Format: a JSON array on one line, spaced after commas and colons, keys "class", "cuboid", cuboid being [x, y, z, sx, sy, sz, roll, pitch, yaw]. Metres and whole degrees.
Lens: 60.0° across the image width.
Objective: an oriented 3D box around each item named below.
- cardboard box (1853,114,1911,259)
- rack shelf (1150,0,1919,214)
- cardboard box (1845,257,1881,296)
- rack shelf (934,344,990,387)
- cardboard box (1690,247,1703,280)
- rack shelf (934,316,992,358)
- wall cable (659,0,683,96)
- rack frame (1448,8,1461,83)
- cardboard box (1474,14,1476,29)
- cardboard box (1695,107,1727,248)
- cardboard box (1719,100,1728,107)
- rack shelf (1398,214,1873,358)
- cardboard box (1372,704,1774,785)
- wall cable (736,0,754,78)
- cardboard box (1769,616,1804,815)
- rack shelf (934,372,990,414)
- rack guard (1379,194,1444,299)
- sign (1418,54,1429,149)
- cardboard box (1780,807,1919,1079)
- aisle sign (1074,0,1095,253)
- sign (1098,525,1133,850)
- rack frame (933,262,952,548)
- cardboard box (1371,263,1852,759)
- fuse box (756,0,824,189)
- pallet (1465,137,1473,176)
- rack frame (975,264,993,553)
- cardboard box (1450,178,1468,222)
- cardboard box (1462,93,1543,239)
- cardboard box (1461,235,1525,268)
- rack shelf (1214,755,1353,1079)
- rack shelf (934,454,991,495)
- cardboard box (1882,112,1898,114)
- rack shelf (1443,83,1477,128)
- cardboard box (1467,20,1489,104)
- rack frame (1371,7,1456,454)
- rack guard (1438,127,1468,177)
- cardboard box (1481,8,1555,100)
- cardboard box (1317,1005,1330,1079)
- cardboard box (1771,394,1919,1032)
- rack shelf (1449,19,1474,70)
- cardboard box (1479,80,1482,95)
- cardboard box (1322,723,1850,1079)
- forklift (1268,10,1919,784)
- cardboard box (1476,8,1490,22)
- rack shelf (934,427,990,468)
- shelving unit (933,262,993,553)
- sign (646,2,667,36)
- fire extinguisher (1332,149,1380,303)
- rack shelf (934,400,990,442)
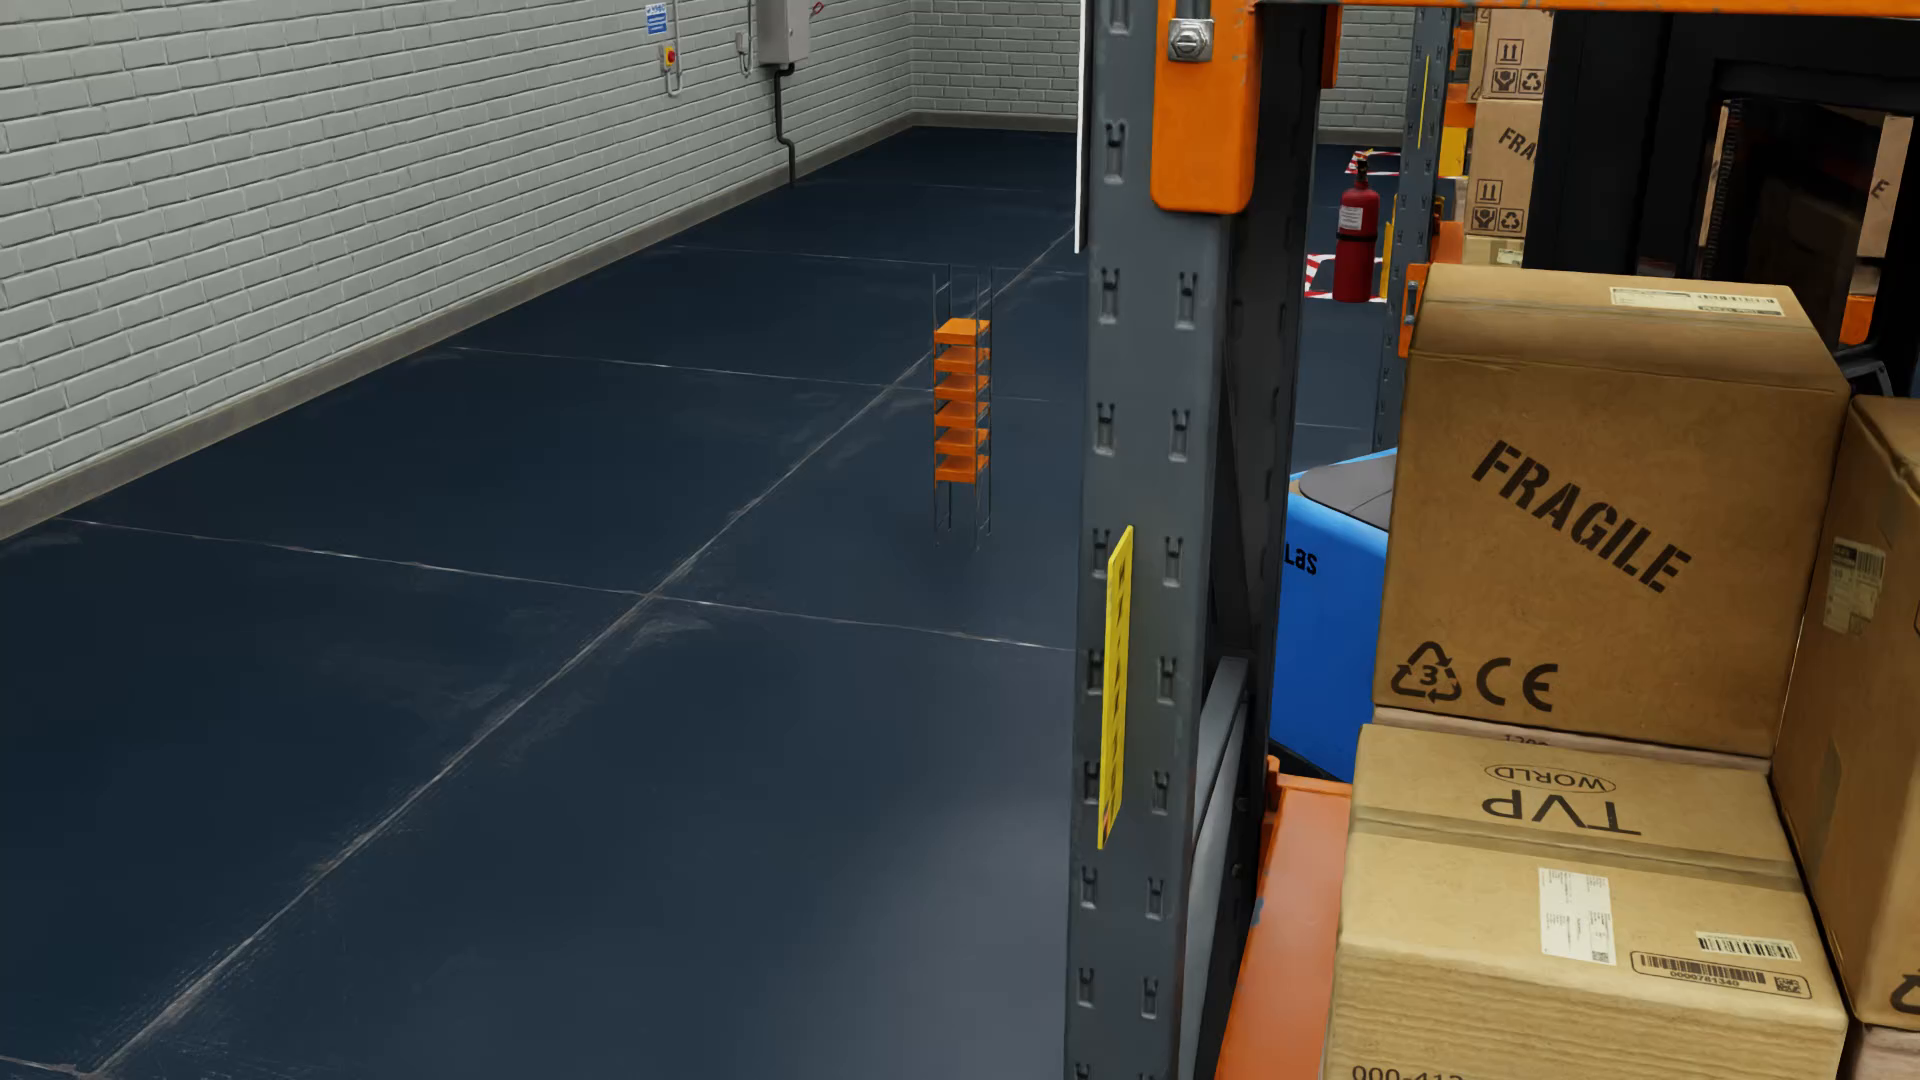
[{"class": "cardboard box", "cuboid": [3.189, -1.328, 6.032, 0.500, 0.500, 0.500, 7, 23, 16]}, {"class": "rack shelf", "cuboid": [2.240, -0.447, 1.402, 4.000, 0.370, 1.077, 7, 23, 16]}, {"class": "cardboard box", "cuboid": [3.336, -1.015, 6.122, 0.250, 0.149, 0.380, 6, 23, 14]}, {"class": "rack shelf", "cuboid": [0.014, -0.734, 6.964, 0.180, 0.103, 0.258, 7, 23, 16]}, {"class": "cardboard box", "cuboid": [2.855, -1.091, 6.307, 0.250, 0.149, 0.380, 8, 24, 18]}, {"class": "rack shelf", "cuboid": [0.014, -0.845, 6.919, 0.180, 0.103, 0.258, 7, 23, 16]}, {"class": "wall cable", "cuboid": [-2.218, -4.306, 12.434, 0.123, 1.953, 0.585, 7, 23, 16]}, {"class": "rack frame", "cuboid": [4.618, -5.015, 15.544, 0.127, 3.000, 1.000, 7, 23, 16]}, {"class": "cardboard box", "cuboid": [4.853, -4.763, 15.261, 0.250, 0.149, 0.380, 6, 23, 15]}, {"class": "cardboard box", "cuboid": [2.724, -1.387, 6.174, 0.500, 0.500, 0.500, 7, 23, 16]}, {"class": "cardboard box", "cuboid": [2.692, -1.850, 5.986, 0.500, 0.500, 0.500, 7, 23, 17]}, {"class": "rack shelf", "cuboid": [3.769, -0.850, 6.337, 4.000, 0.370, 1.077, 7, 23, 16]}, {"class": "cardboard box", "cuboid": [0.865, 0.278, 2.446, 0.500, 0.250, 0.500, 6, 23, 15]}, {"class": "wall cable", "cuboid": [-1.819, -4.808, 13.699, 0.122, 1.984, 0.588, 7, 23, 16]}, {"class": "cardboard box", "cuboid": [1.351, 0.333, 2.310, 0.500, 0.250, 0.500, 6, 23, 15]}, {"class": "rack shelf", "cuboid": [0.014, -0.623, 7.010, 0.180, 0.103, 0.258, 7, 23, 16]}, {"class": "rack guard", "cuboid": [3.164, -2.058, 11.627, 0.348, 0.500, 1.175, 7, 23, 16]}, {"class": "sign", "cuboid": [1.698, -1.605, 6.090, 0.005, 0.325, 0.100, 7, 23, 16]}, {"class": "cardboard box", "cuboid": [1.206, 0.526, 1.840, 0.500, 0.250, 0.500, 6, 23, 15]}, {"class": "aisle sign", "cuboid": [0.169, -0.712, 1.629, 0.004, 0.787, 0.394, 7, 23, 16]}, {"class": "sign", "cuboid": [0.159, 0.153, 1.699, 0.005, 0.325, 0.100, 7, 23, 16]}, {"class": "rack frame", "cuboid": [-0.074, -0.564, 7.063, 0.006, 1.200, 0.240, 7, 23, 16]}, {"class": "cardboard box", "cuboid": [0.867, -0.068, 2.301, 0.500, 0.500, 0.500, 7, 23, 16]}, {"class": "fuse box", "cuboid": [-1.471, -3.972, 14.699, 0.414, 1.711, 0.539, 7, 23, 16]}, {"class": "pallet", "cuboid": [5.454, -3.630, 15.841, 1.213, 0.211, 1.003, 7, 23, 16]}, {"class": "rack frame", "cuboid": [0.101, -0.543, 7.014, 0.006, 1.200, 0.240, 7, 23, 16]}, {"class": "cardboard box", "cuboid": [3.848, -2.184, 11.465, 0.875, 0.438, 0.875, 6, 23, 14]}, {"class": "cardboard box", "cuboid": [2.204, -1.436, 6.295, 0.500, 0.500, 0.500, 8, 24, 18]}, {"class": "cardboard box", "cuboid": [2.070, -1.131, 6.406, 0.250, 0.149, 0.380, 6, 23, 15]}, {"class": "rack shelf", "cuboid": [2.240, 0.941, 1.971, 4.000, 0.370, 1.077, 7, 23, 16]}, {"class": "rack shelf", "cuboid": [0.014, -0.290, 7.146, 0.180, 0.103, 0.258, 7, 23, 16]}, {"class": "cardboard box", "cuboid": [3.184, -1.785, 5.827, 0.500, 0.500, 0.500, 6, 23, 14]}, {"class": "rack shelf", "cuboid": [5.102, -2.659, 10.749, 4.000, 0.370, 1.077, 7, 23, 16]}, {"class": "cardboard box", "cuboid": [3.564, -3.101, 10.745, 0.500, 0.500, 0.500, 6, 23, 15]}, {"class": "rack frame", "cuboid": [1.854, -1.402, 6.735, 0.127, 3.000, 1.000, 7, 23, 16]}, {"class": "rack guard", "cuboid": [4.690, -3.850, 15.998, 0.348, 0.500, 1.175, 7, 23, 16]}, {"class": "cardboard box", "cuboid": [2.207, -1.903, 6.115, 0.500, 0.500, 0.500, 6, 23, 15]}, {"class": "cardboard box", "cuboid": [0.569, 0.664, 2.029, 0.250, 0.149, 0.380, 7, 23, 16]}, {"class": "cardboard box", "cuboid": [1.185, 0.180, 1.697, 0.500, 0.500, 0.500, 6, 23, 14]}, {"class": "rack shelf", "cuboid": [6.532, -4.463, 15.146, 4.000, 0.370, 1.077, 7, 23, 16]}, {"class": "cardboard box", "cuboid": [2.359, -1.630, 6.767, 0.500, 0.500, 0.500, 7, 23, 17]}, {"class": "cardboard box", "cuboid": [0.706, 0.472, 1.973, 0.500, 0.250, 0.500, 6, 23, 14]}, {"class": "forklift", "cuboid": [2.079, -0.166, 3.812, 1.130, 2.935, 3.031, -14, 26, -31]}, {"class": "cardboard box", "cuboid": [3.565, -3.564, 10.557, 0.500, 0.500, 0.500, 6, 23, 14]}, {"class": "rack shelf", "cuboid": [0.014, -0.401, 7.101, 0.180, 0.103, 0.258, 7, 23, 16]}, {"class": "shelving unit", "cuboid": [0.014, -0.554, 7.038, 0.189, 1.200, 0.258, 7, 23, 16]}, {"class": "sign", "cuboid": [-2.290, -3.935, 12.555, 0.001, 0.218, 0.327, 7, 23, 16]}, {"class": "fire extinguisher", "cuboid": [1.746, -1.389, 7.297, 0.183, 0.674, 0.296, 7, 23, 16]}, {"class": "rack shelf", "cuboid": [0.014, -0.512, 7.055, 0.180, 0.103, 0.258, 7, 23, 16]}]
